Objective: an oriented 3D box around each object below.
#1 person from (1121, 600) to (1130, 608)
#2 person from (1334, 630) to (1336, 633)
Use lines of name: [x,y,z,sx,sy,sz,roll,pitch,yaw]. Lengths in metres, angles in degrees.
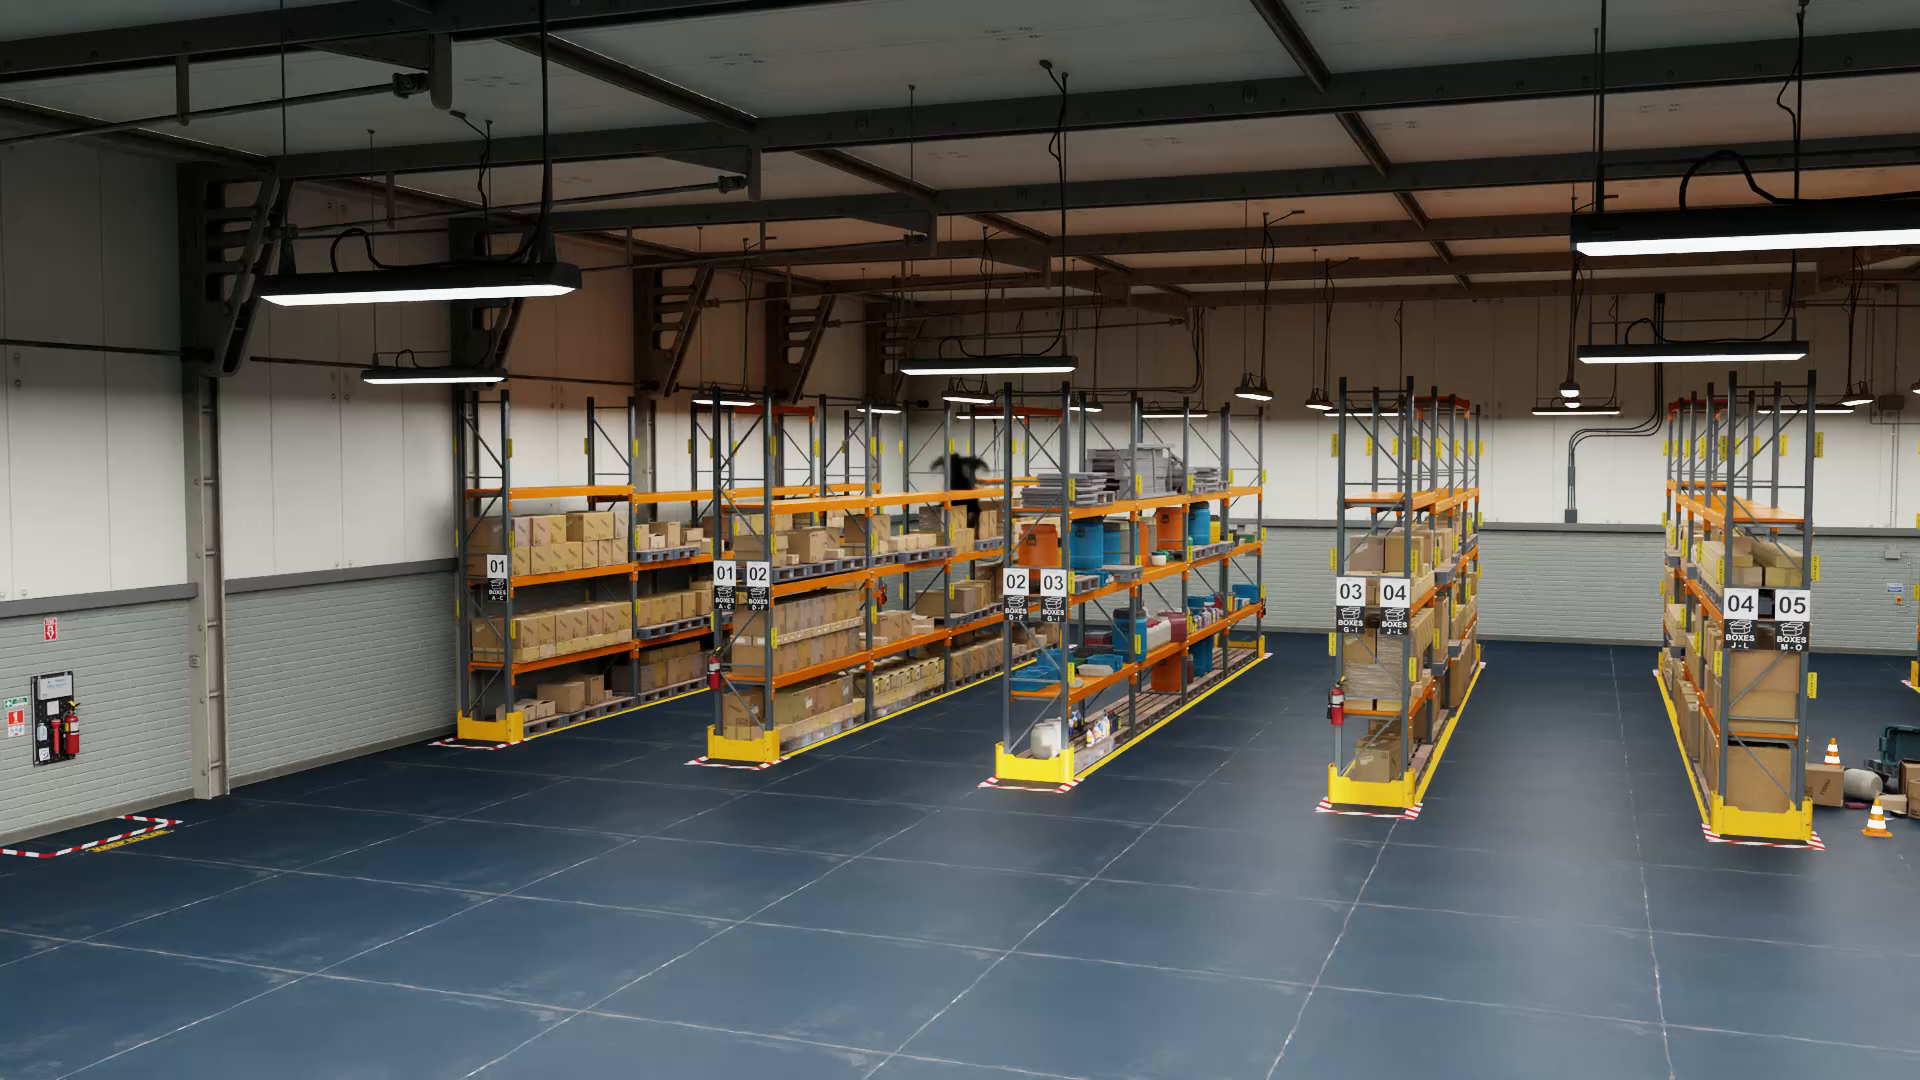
person: [3.690,2.166,36.605,0.588,1.714,0.711,2,4,29]
person: [7.883,2.280,33.798,0.624,1.681,0.649,1,3,19]
